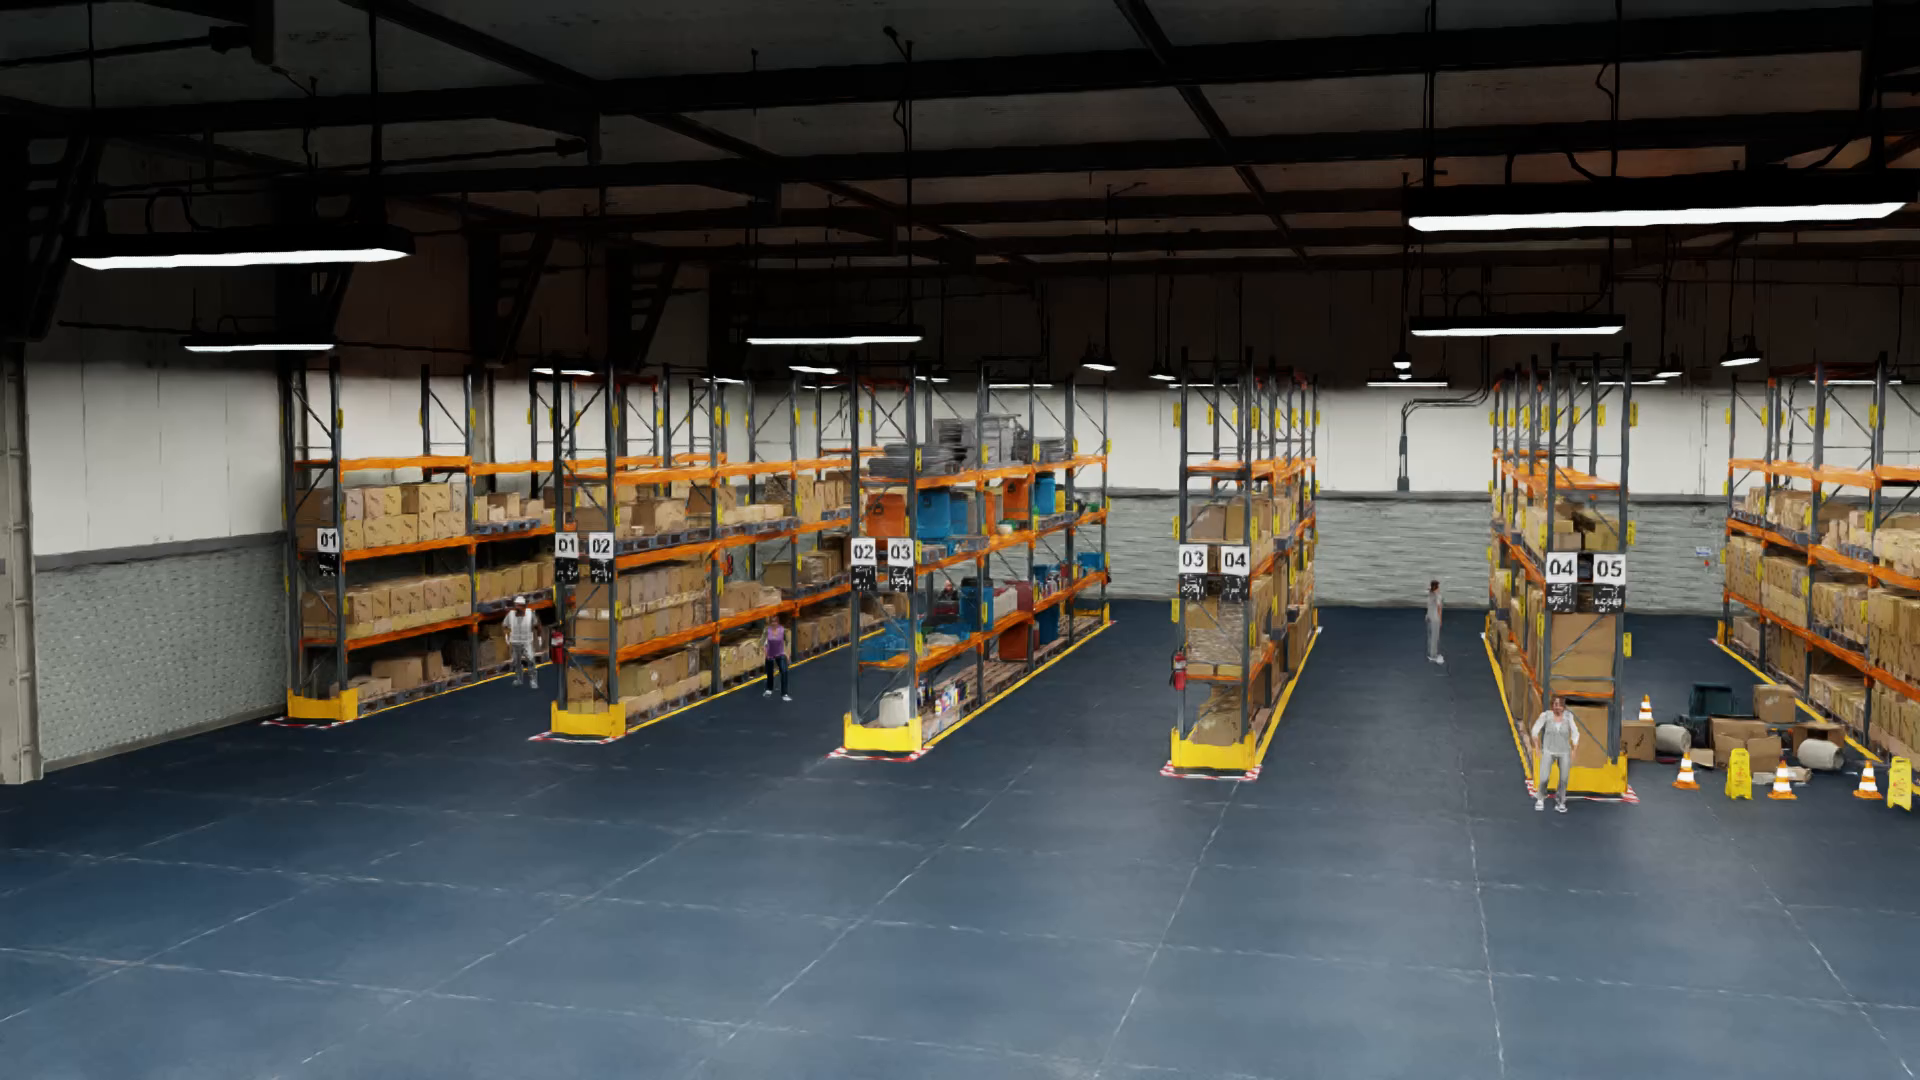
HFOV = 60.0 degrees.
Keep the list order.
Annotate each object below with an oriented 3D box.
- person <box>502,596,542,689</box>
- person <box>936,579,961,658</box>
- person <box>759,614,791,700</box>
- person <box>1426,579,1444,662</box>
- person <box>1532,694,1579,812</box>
[{"bbox_3d":[-8.088,1.878,30.744,0.696,1.716,0.830,0,4,-3],"label":"person"},{"bbox_3d":[-0.199,1.634,34.624,0.677,1.671,0.534,1,4,14],"label":"person"},{"bbox_3d":[-3.280,2.058,29.601,0.561,1.516,0.788,0,4,-3],"label":"person"},{"bbox_3d":[9.793,1.643,34.193,0.432,1.677,0.496,-1,4,-16],"label":"person"},{"bbox_3d":[7.539,2.692,21.079,0.566,1.540,0.516,1,4,13],"label":"person"}]
